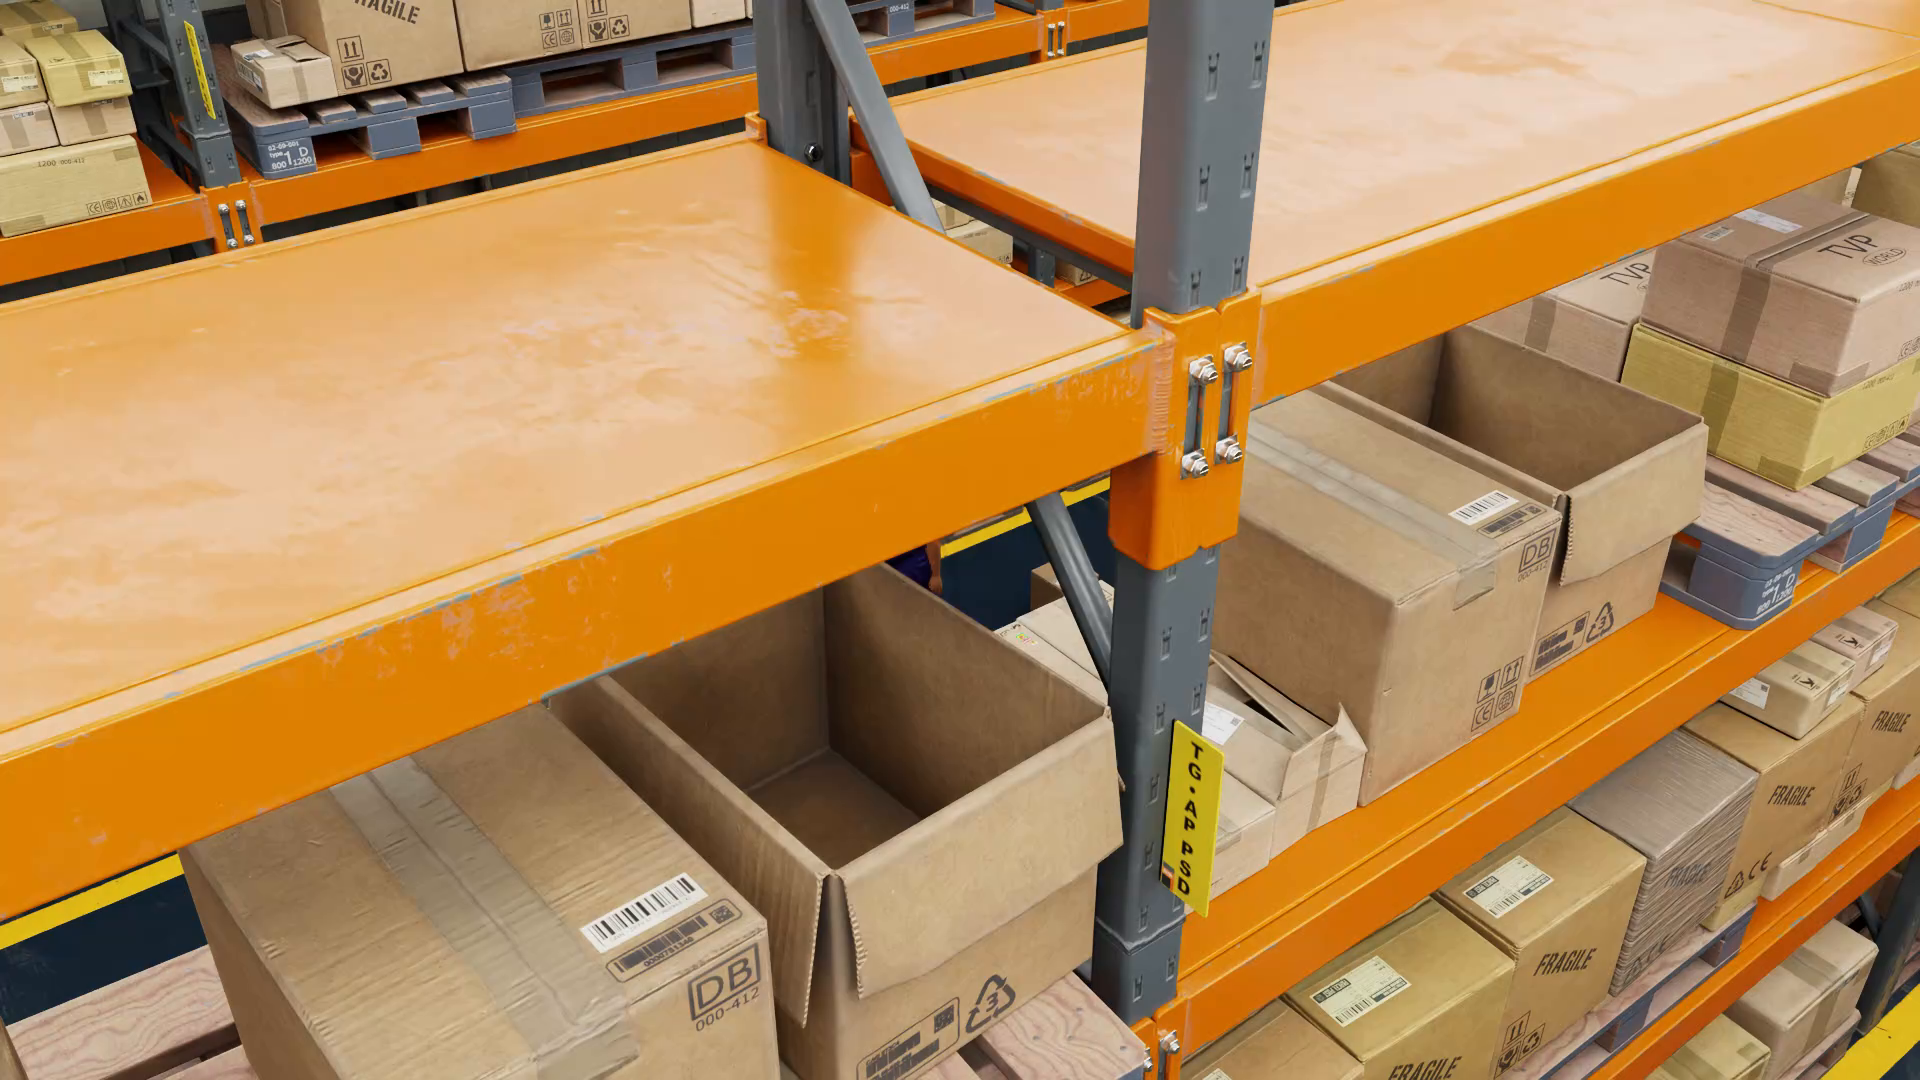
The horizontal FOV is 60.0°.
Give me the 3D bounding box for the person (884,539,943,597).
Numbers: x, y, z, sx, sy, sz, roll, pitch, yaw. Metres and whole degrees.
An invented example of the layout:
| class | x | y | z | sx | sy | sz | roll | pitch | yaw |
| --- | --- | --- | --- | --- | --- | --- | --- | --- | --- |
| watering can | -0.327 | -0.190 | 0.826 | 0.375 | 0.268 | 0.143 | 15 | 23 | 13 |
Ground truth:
| class | x | y | z | sx | sy | sz | roll | pitch | yaw |
| --- | --- | --- | --- | --- | --- | --- | --- | --- | --- |
| person | -0.288 | 0.064 | 7.705 | 0.957 | 1.603 | 0.489 | -25 | 40 | -34 |
